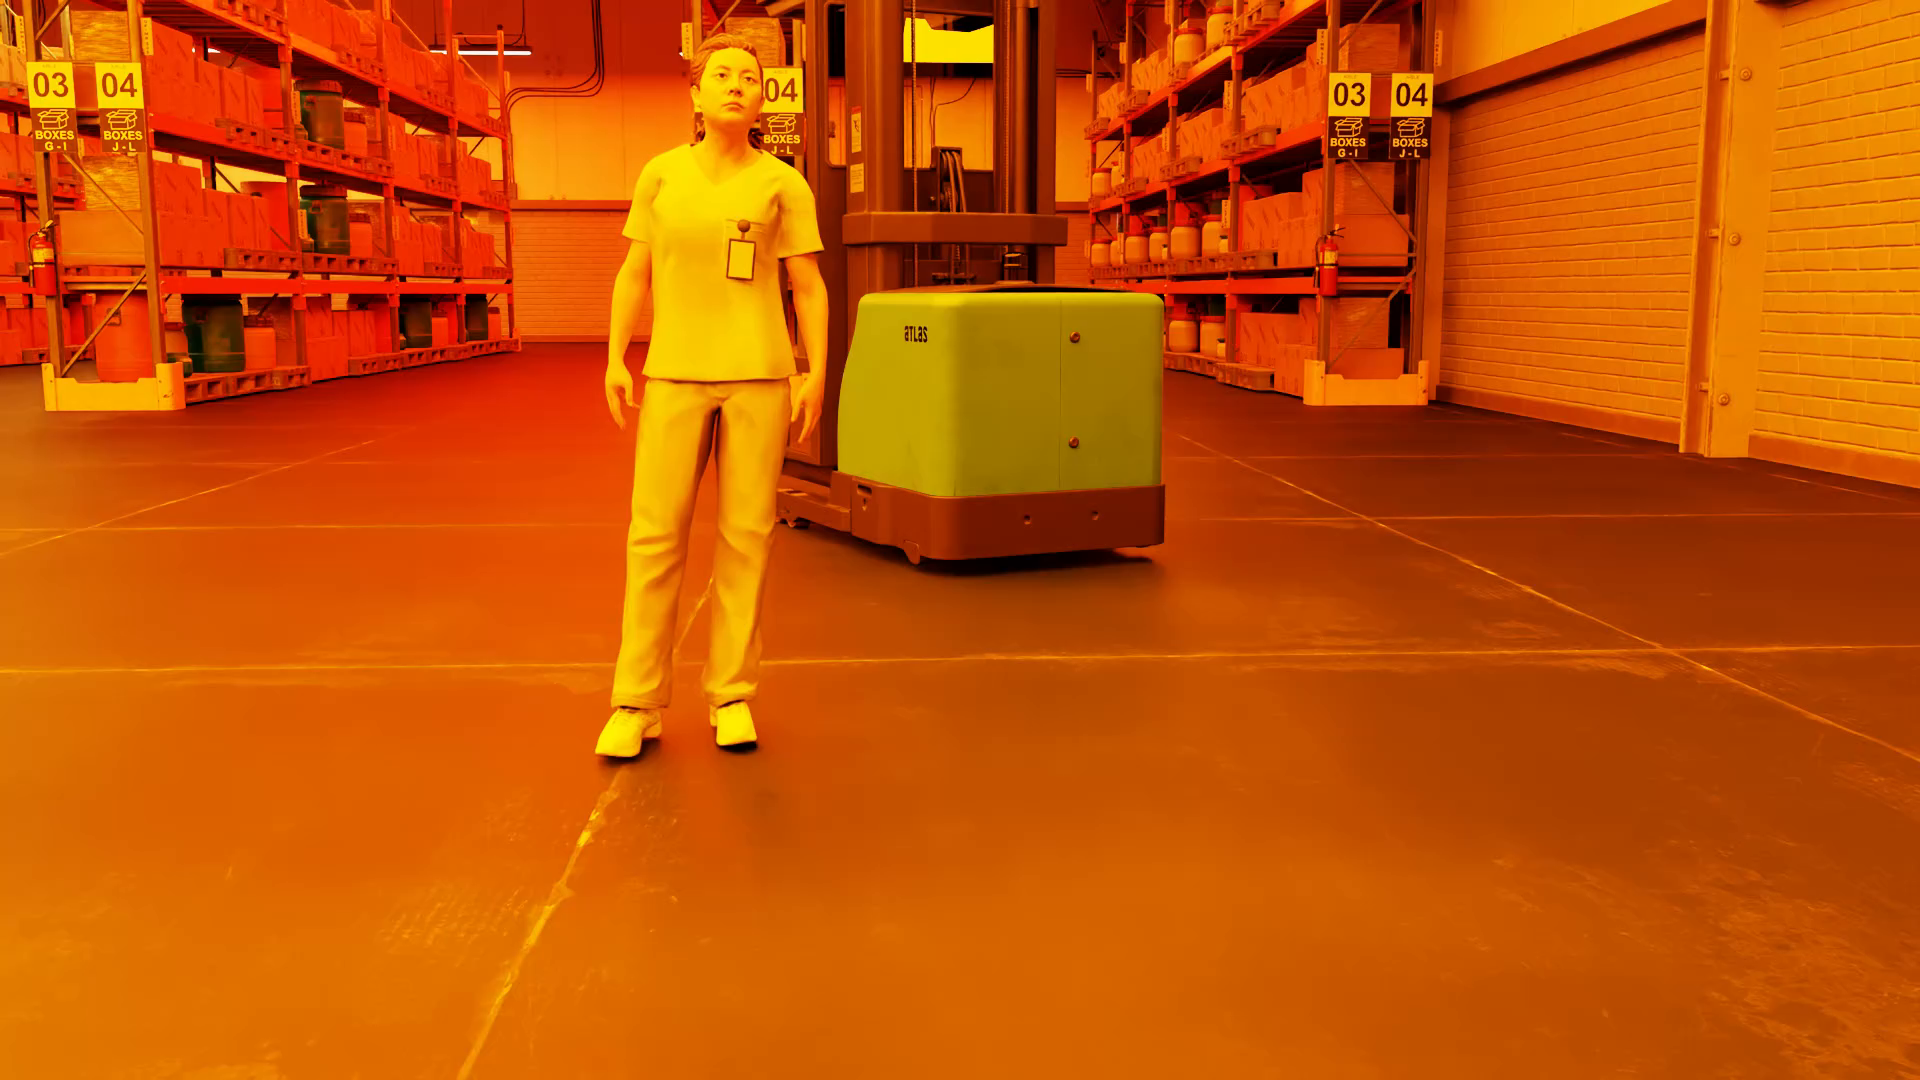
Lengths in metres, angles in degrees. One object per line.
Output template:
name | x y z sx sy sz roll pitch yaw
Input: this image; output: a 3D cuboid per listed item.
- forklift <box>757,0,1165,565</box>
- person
forklift | -0.264 -1.530 7.637 1.130 2.935 3.031 -4 9 -25
person | -0.584 -0.354 3.949 0.543 1.676 0.545 0 8 -3
